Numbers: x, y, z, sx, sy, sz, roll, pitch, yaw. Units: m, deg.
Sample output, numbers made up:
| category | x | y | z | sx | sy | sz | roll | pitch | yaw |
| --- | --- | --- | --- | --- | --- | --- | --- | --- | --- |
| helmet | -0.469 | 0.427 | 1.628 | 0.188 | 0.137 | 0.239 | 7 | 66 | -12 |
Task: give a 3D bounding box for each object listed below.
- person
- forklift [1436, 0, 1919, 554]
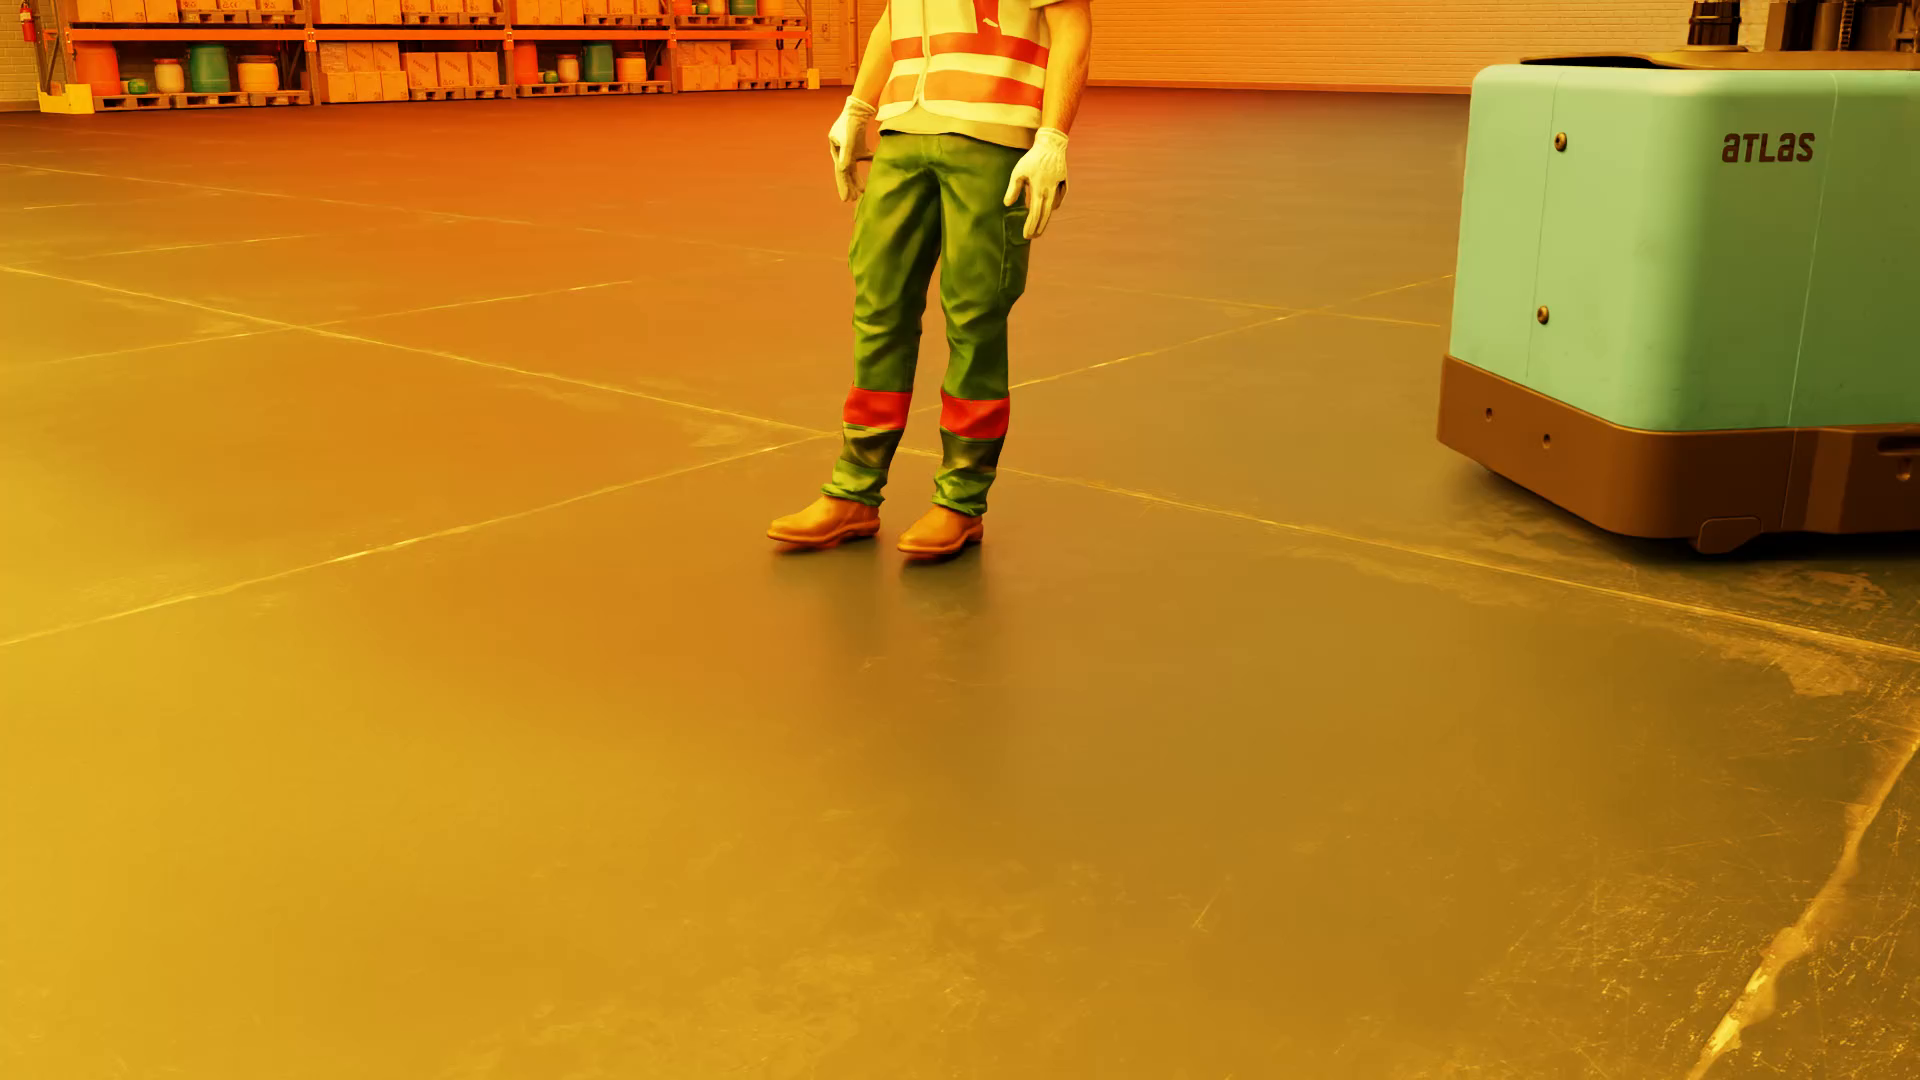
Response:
| category | x | y | z | sx | sy | sz | roll | pitch | yaw |
| --- | --- | --- | --- | --- | --- | --- | --- | --- | --- |
| person | -0.061 | -0.848 | 3.628 | 0.638 | 1.788 | 0.563 | 13 | 21 | 37 |
| forklift | 2.883 | -1.553 | 4.011 | 3.031 | 2.935 | 1.130 | -3 | 17 | -9 |
